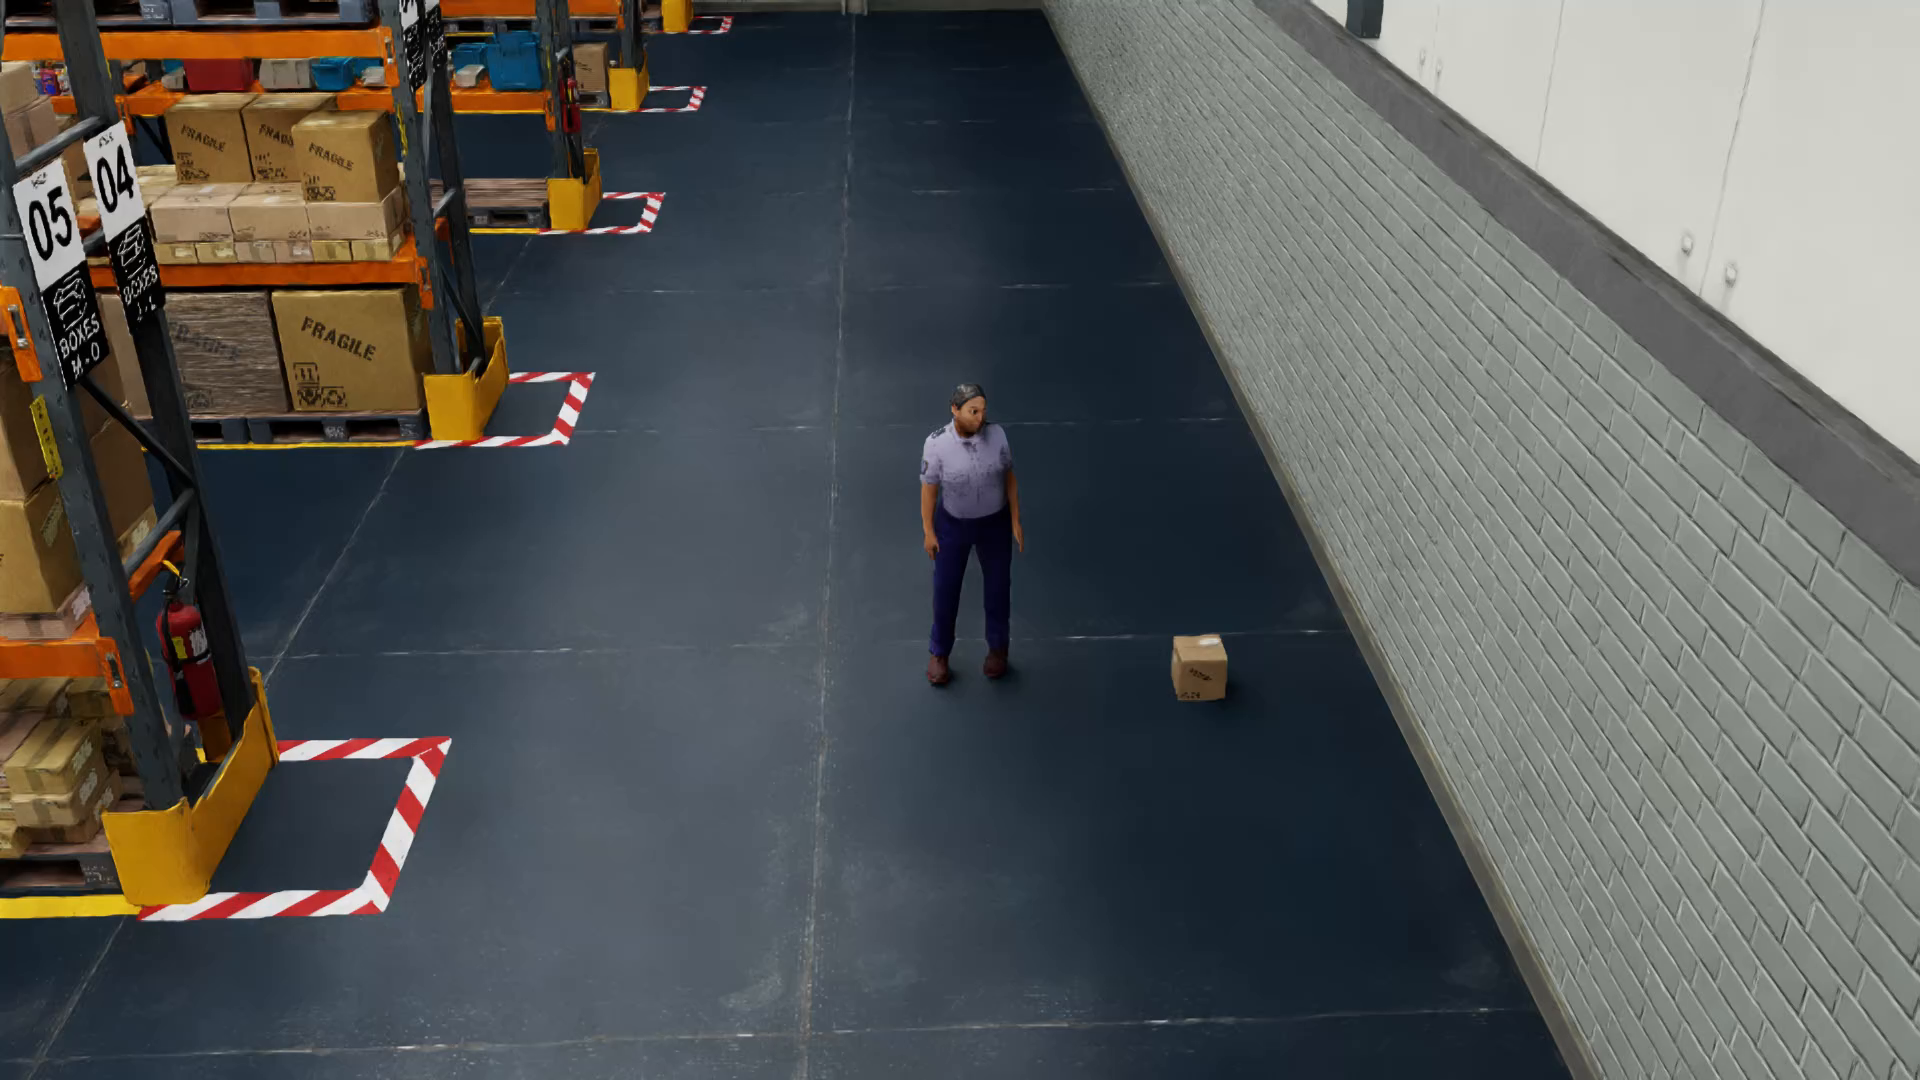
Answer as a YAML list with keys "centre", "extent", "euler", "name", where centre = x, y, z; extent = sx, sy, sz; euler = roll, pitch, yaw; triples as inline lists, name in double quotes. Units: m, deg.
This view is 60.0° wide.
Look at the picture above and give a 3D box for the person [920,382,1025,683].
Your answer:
- centre: [0.059, -0.045, 8.691]
  extent: [0.528, 1.646, 0.368]
  euler: [-7, 29, -14]
  name: "person"
